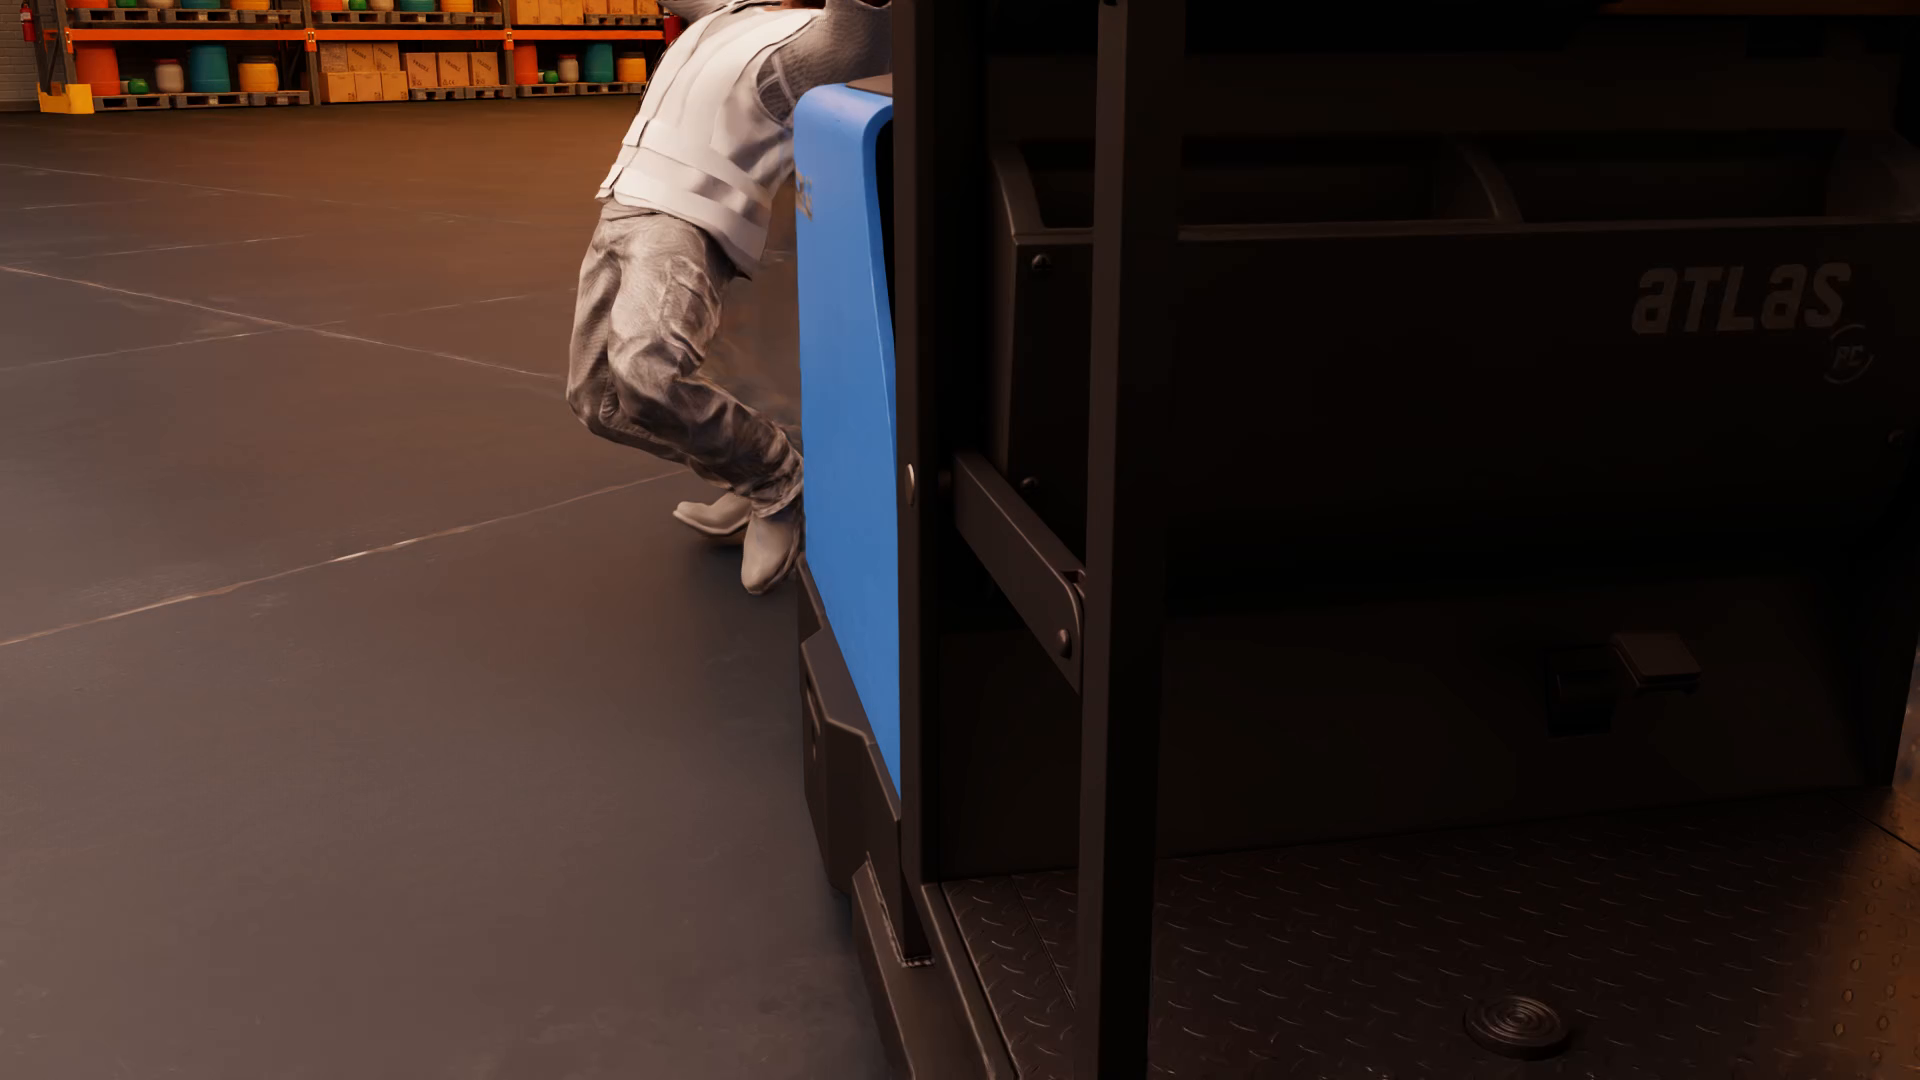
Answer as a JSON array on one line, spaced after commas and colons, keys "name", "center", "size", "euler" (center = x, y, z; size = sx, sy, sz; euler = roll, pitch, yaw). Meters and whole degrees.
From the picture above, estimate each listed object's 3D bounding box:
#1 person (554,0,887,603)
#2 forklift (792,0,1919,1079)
[{"name": "person", "center": [-0.482, -0.708, 3.426], "size": [0.795, 1.681, 1.077], "euler": [-10, 20, -30]}, {"name": "forklift", "center": [0.527, -0.707, 1.225], "size": [1.130, 2.935, 3.031], "euler": [-3, 17, -11]}]
